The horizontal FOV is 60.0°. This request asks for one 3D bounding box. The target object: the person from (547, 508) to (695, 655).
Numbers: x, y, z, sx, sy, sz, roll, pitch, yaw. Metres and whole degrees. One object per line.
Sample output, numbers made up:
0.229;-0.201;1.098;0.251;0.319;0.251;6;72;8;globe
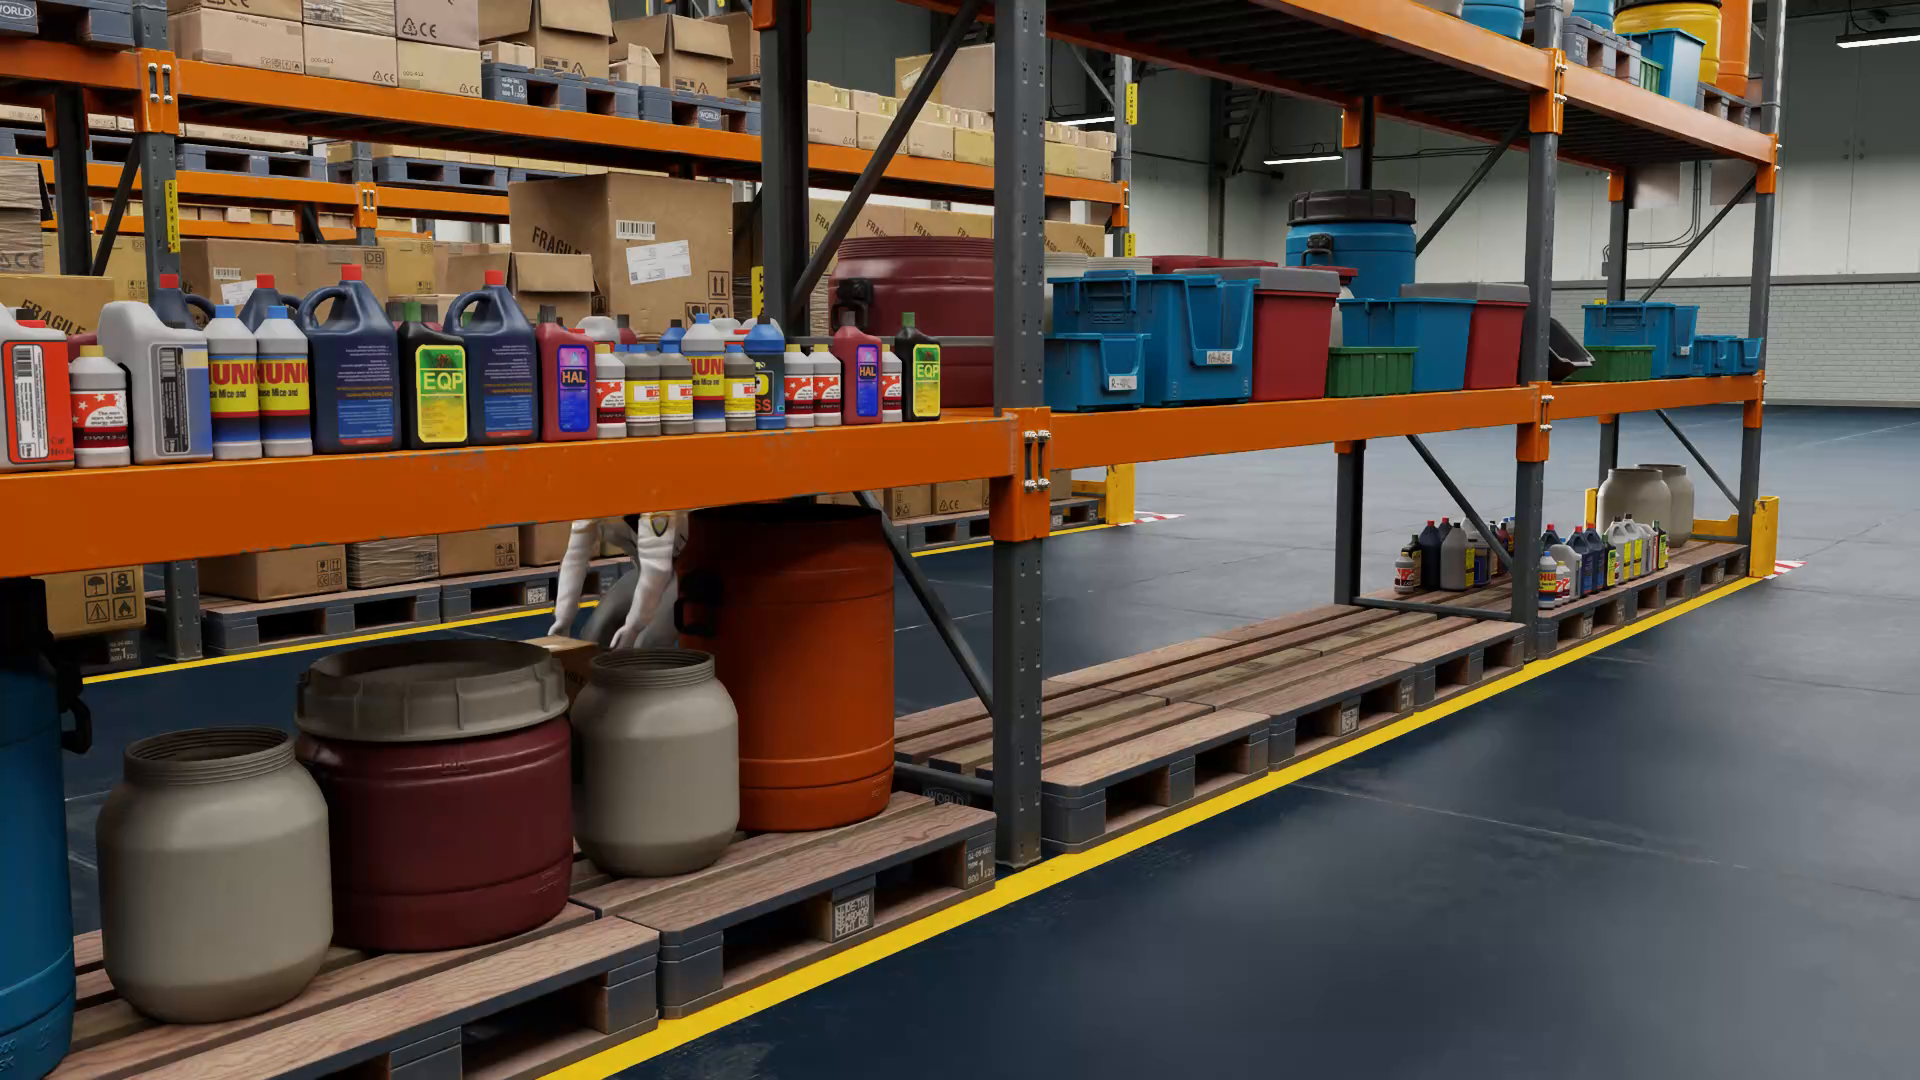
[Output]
-1.184;0.171;6.128;0.530;1.240;0.771;5;9;38;person
